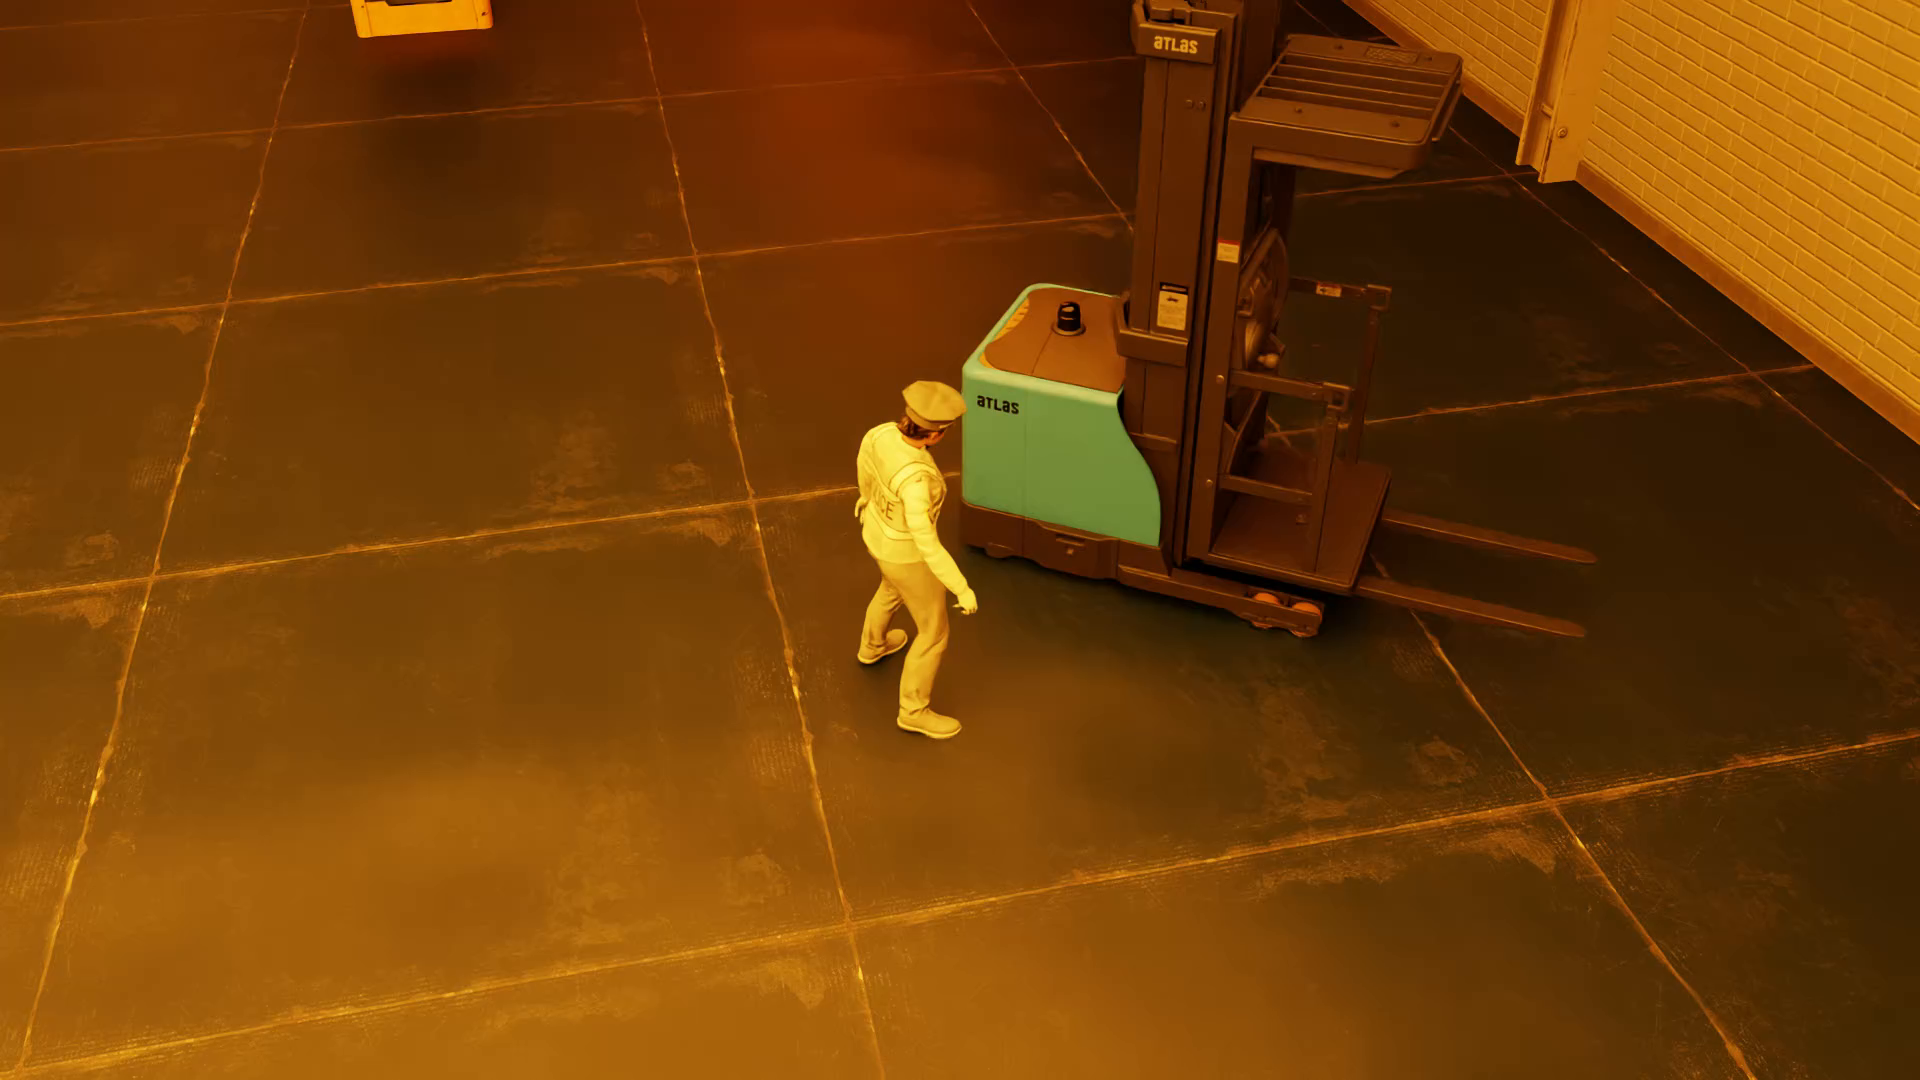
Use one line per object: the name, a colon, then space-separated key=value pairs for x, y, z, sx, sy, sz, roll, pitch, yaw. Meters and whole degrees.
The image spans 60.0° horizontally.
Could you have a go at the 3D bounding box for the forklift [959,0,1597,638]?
forklift: x=1.563 y=-1.079 z=7.550 sx=3.031 sy=2.935 sz=1.130 roll=13 pitch=38 yaw=18

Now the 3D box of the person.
person: x=-0.207 y=0.035 z=7.126 sx=0.388 sy=1.633 sz=0.832 roll=-14 pitch=38 yaw=-19
